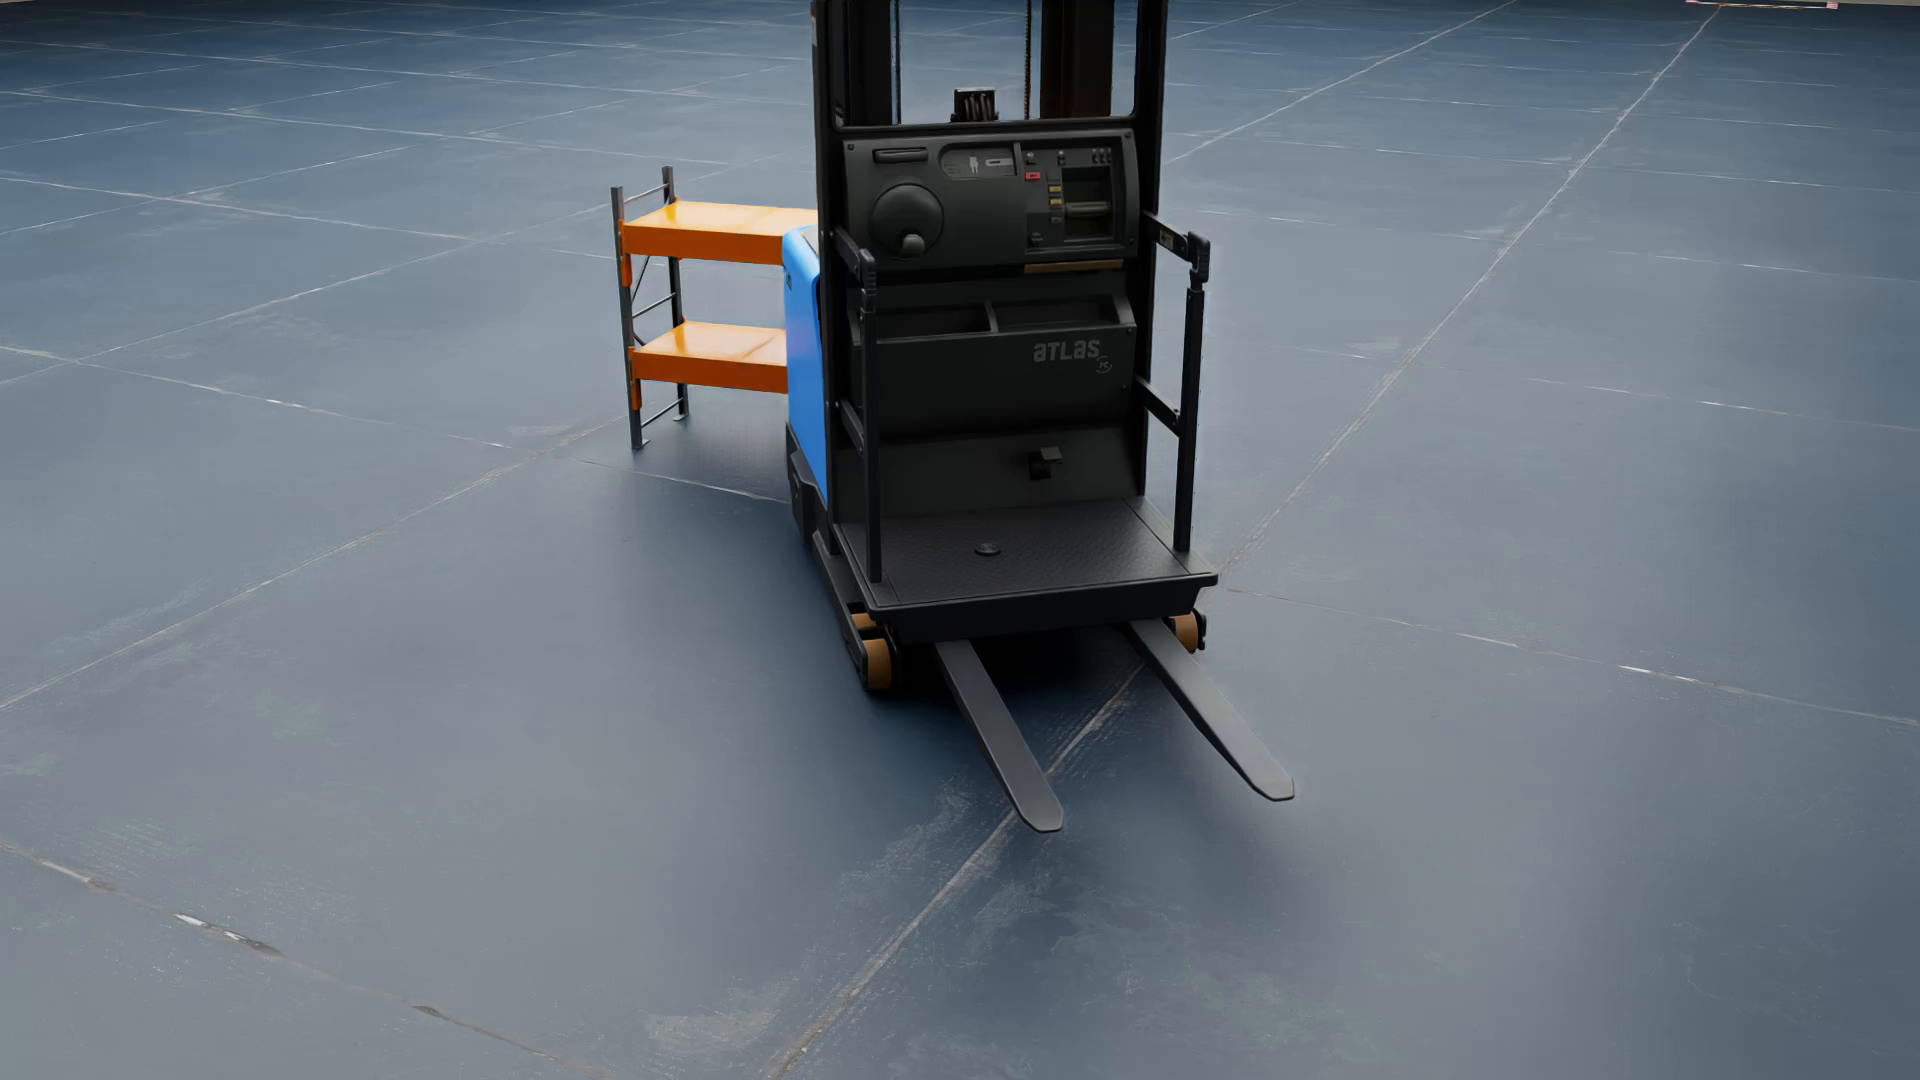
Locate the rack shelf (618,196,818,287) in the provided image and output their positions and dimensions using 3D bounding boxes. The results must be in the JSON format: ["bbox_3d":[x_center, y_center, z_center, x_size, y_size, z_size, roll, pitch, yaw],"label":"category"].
[{"bbox_3d":[-0.843,-1.214,6.920,1.000,0.278,0.538,7,24,16],"label":"rack shelf"}]

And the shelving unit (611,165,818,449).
[{"bbox_3d":[-0.843,-0.945,7.035,1.048,1.125,0.538,7,24,16],"label":"shelving unit"}]

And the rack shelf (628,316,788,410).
[{"bbox_3d":[-0.843,-0.720,7.130,1.000,0.278,0.538,7,24,16],"label":"rack shelf"}]

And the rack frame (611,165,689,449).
[{"bbox_3d":[-1.328,-1.004,7.174,0.032,1.125,0.500,7,24,16],"label":"rack frame"}]

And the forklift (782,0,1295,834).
[{"bbox_3d":[0.157,-1.044,4.960,1.130,2.935,3.031,-5,24,-13],"label":"forklift"}]
